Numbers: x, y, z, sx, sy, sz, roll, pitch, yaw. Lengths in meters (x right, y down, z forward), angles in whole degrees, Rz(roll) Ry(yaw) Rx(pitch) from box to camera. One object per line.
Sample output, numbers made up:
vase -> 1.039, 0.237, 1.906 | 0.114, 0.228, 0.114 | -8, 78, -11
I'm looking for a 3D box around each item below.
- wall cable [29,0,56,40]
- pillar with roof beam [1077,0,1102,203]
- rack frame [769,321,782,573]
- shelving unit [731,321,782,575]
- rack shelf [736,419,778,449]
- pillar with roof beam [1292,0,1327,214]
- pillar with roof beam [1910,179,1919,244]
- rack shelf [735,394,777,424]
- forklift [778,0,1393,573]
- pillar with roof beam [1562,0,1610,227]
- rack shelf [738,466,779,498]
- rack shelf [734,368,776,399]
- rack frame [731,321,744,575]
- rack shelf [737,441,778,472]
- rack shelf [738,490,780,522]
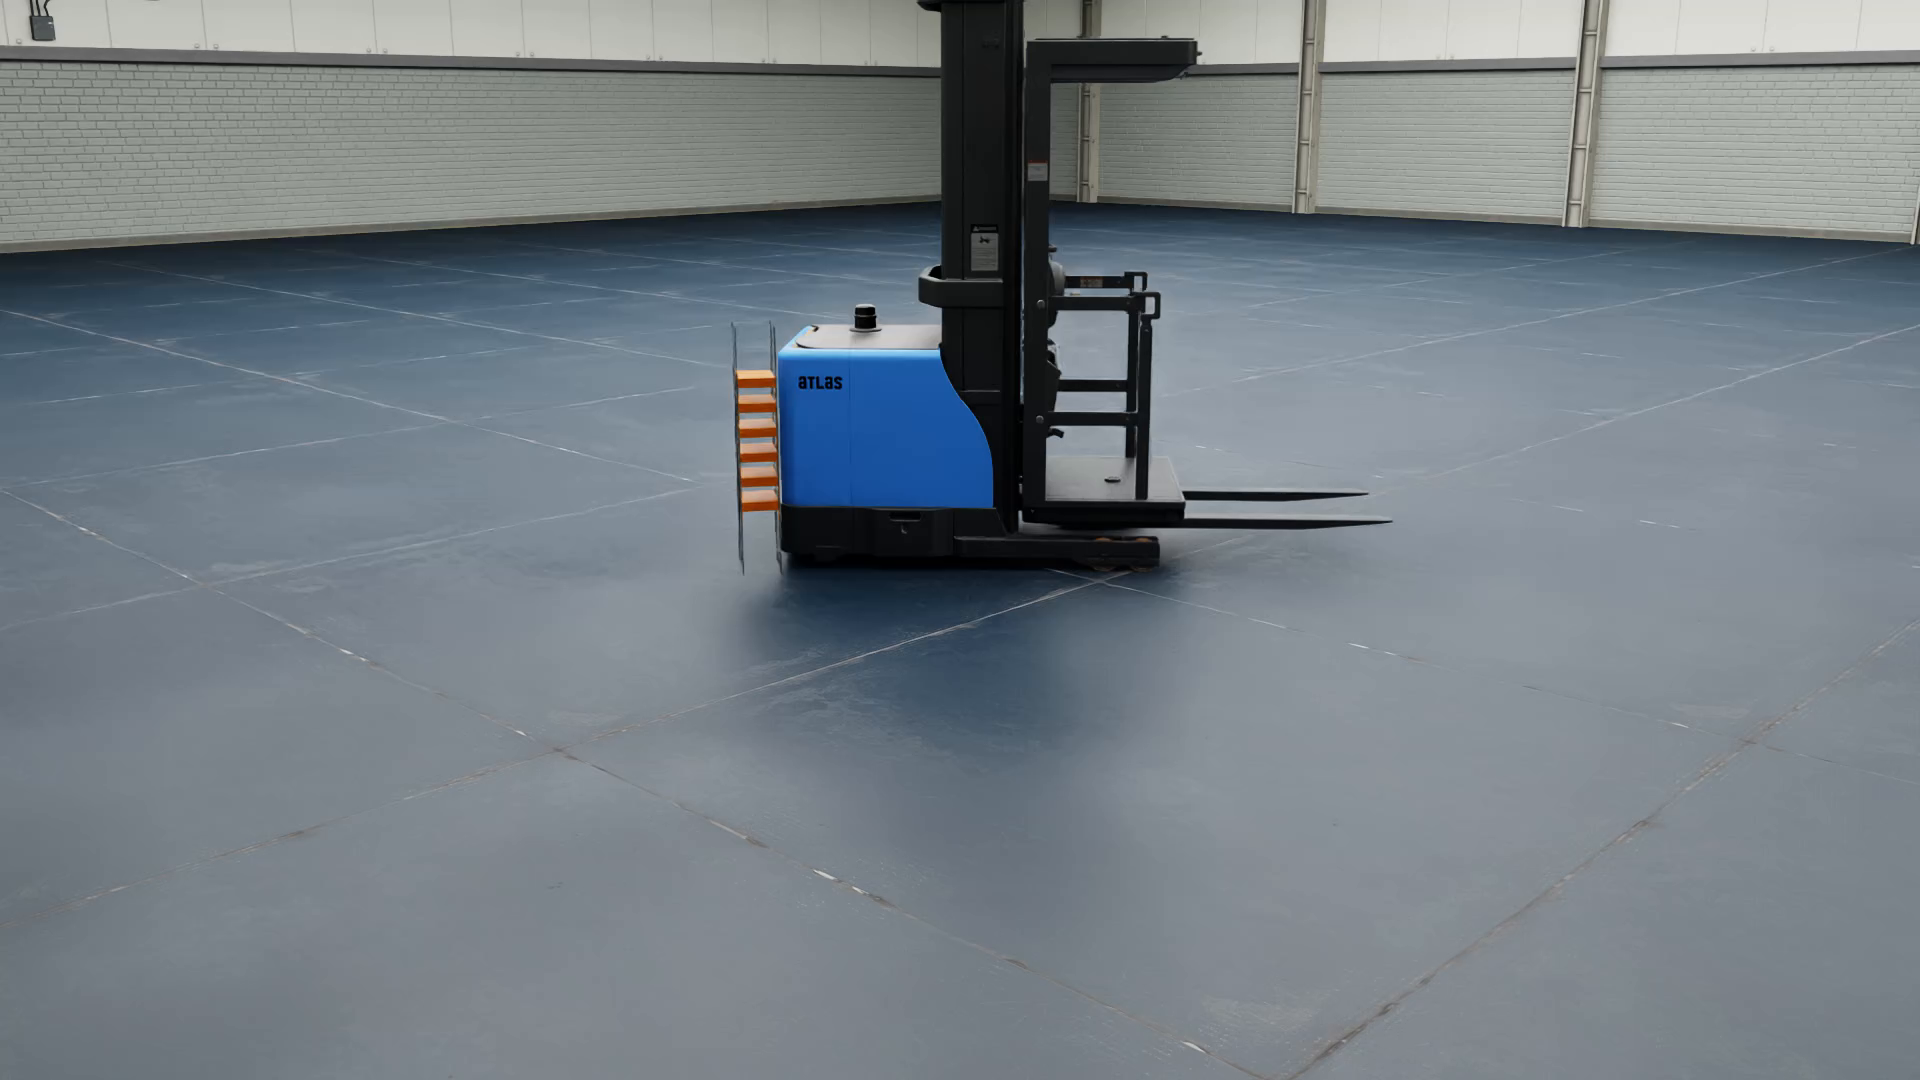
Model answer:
wall cable -> -13.434, -10.806, 25.605 | 0.169, 6.003, 2.305 | 14, 20, 42
pillar with roof beam -> 0.044, -11.621, 35.475 | 0.400, 9.000, 9.100 | 14, 20, 42
rack frame -> -0.895, -0.450, 8.071 | 0.006, 1.200, 0.240 | -3, 15, -11
shelving unit -> -0.985, -0.445, 8.053 | 0.189, 1.200, 0.258 | -3, 15, -11
rack shelf -> -0.985, -0.518, 8.034 | 0.180, 0.103, 0.258 | -3, 15, -11
pillar with roof beam -> 4.363, -10.571, 31.445 | 0.400, 9.000, 9.100 | 14, 20, 42
pillar with roof beam -> 13.002, -8.470, 23.385 | 0.400, 9.000, 9.100 | 14, 20, 42
rack shelf -> -0.985, -0.635, 8.004 | 0.180, 0.103, 0.258 | -3, 15, -11
forklift -> 0.638, -1.397, 8.273 | 3.031, 2.935, 1.130 | 1, 15, 3
pillar with roof beam -> 8.682, -9.521, 27.415 | 0.400, 9.000, 9.100 | 14, 20, 42
rack shelf -> -0.985, -0.286, 8.094 | 0.180, 0.103, 0.258 | -3, 15, -11
rack shelf -> -0.985, -0.751, 7.973 | 0.180, 0.103, 0.258 | -3, 15, -11
rack frame -> -1.074, -0.441, 8.035 | 0.006, 1.200, 0.240 | -3, 15, -11
rack shelf -> -0.985, -0.402, 8.064 | 0.180, 0.103, 0.258 | -3, 15, -11
rack shelf -> -0.985, -0.170, 8.125 | 0.180, 0.103, 0.258 | -3, 15, -11
